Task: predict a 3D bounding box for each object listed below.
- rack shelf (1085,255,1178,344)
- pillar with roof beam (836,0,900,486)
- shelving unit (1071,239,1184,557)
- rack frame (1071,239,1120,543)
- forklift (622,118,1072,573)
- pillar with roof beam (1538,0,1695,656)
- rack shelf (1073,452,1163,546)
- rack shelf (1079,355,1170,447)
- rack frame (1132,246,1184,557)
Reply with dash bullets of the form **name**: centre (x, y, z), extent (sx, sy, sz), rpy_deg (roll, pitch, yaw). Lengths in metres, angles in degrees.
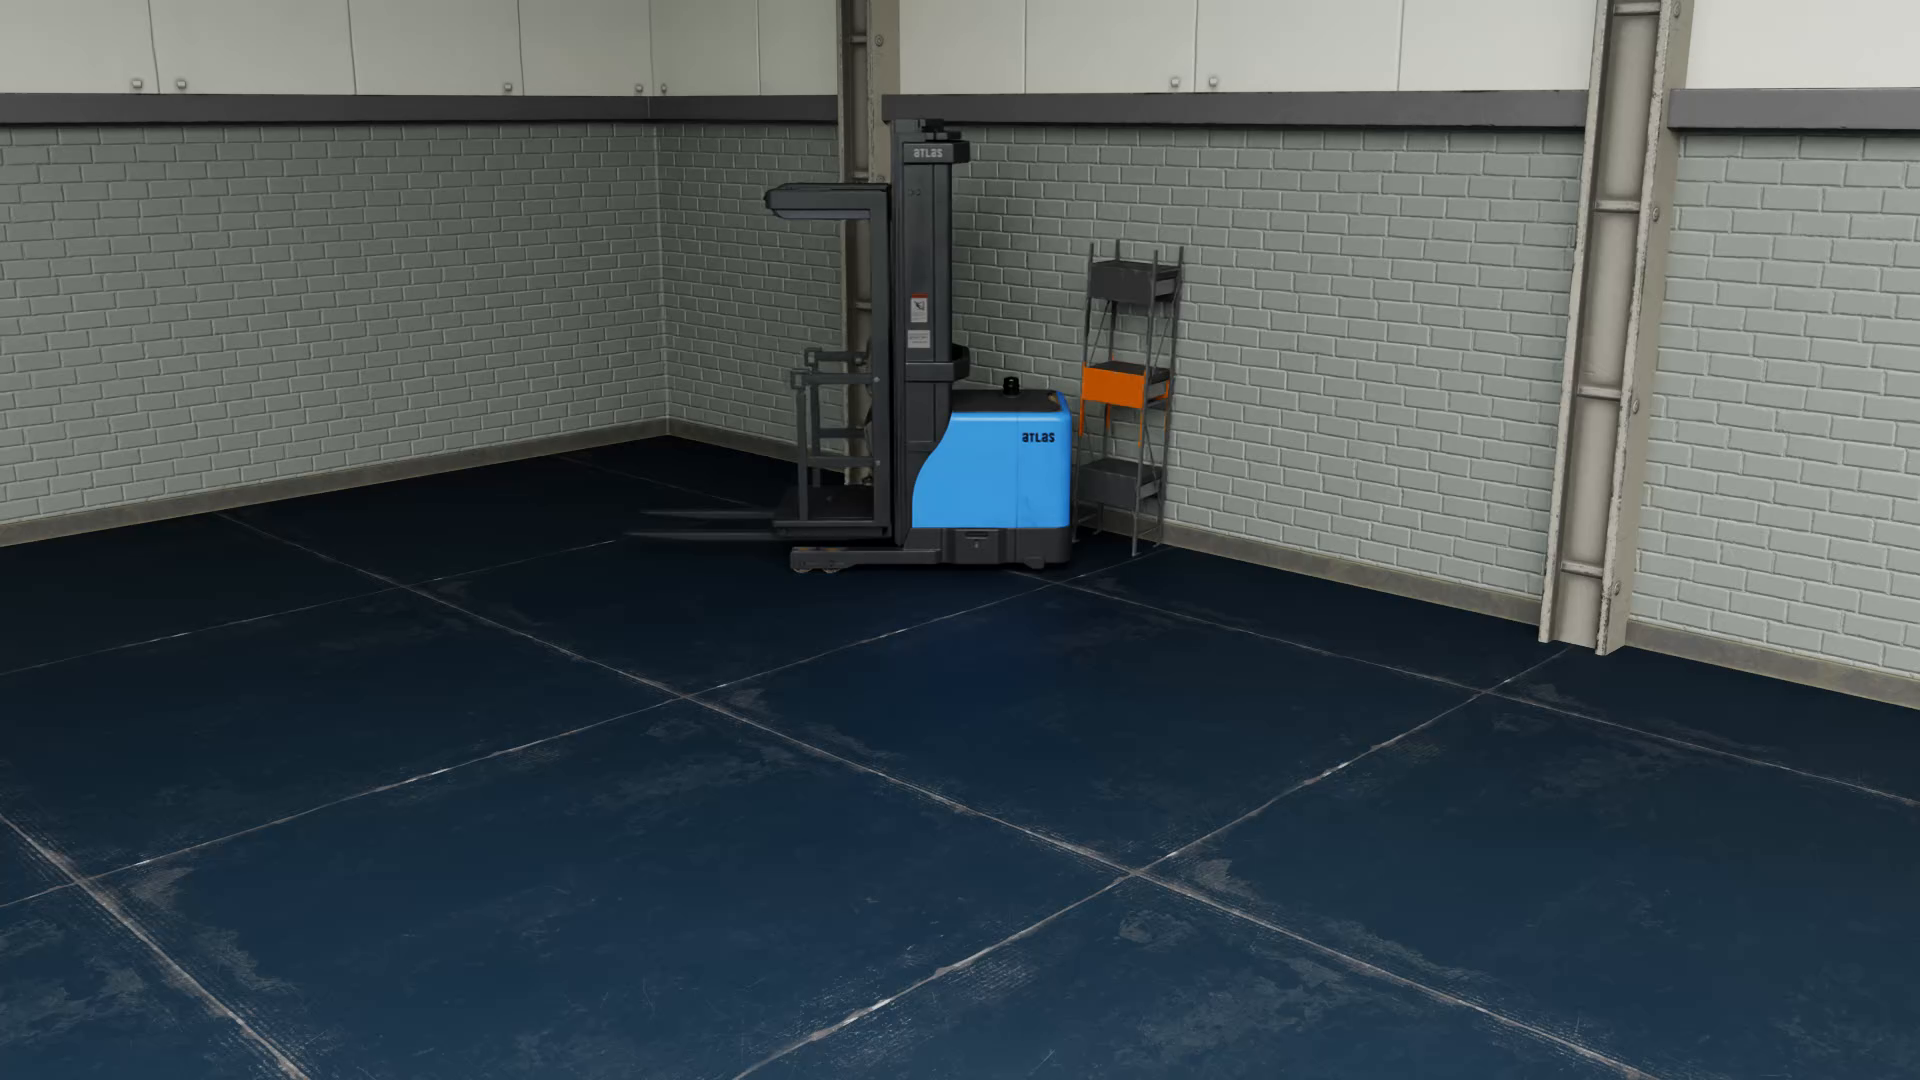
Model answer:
- **rack shelf**: centre (1.175, -1.639, 11.292), extent (0.480, 0.518, 0.431), rpy_deg (13, 19, 32)
- **pillar with roof beam**: centre (-3.695, -4.030, 9.552), extent (0.400, 9.000, 9.100), rpy_deg (14, 20, 42)
- **shelving unit**: centre (1.147, -0.980, 11.484), extent (0.503, 2.100, 0.431), rpy_deg (13, 19, 32)
- **rack frame**: centre (0.946, -1.026, 11.613), extent (0.015, 2.100, 0.400), rpy_deg (13, 19, 32)
- **forklift**: centre (-0.768, -1.329, 11.221), extent (3.031, 2.935, 1.130), rpy_deg (0, 15, 0)
- **pillar with roof beam**: centre (0.624, -2.980, 5.522), extent (0.400, 9.000, 9.100), rpy_deg (14, 20, 42)
- **rack shelf**: centre (1.118, -0.295, 11.682), extent (0.480, 0.518, 0.431), rpy_deg (13, 19, 32)
- **rack shelf**: centre (1.147, -0.967, 11.487), extent (0.480, 0.518, 0.431), rpy_deg (13, 19, 32)
- **rack frame**: centre (1.348, -0.934, 11.354), extent (0.015, 2.100, 0.400), rpy_deg (13, 19, 32)
